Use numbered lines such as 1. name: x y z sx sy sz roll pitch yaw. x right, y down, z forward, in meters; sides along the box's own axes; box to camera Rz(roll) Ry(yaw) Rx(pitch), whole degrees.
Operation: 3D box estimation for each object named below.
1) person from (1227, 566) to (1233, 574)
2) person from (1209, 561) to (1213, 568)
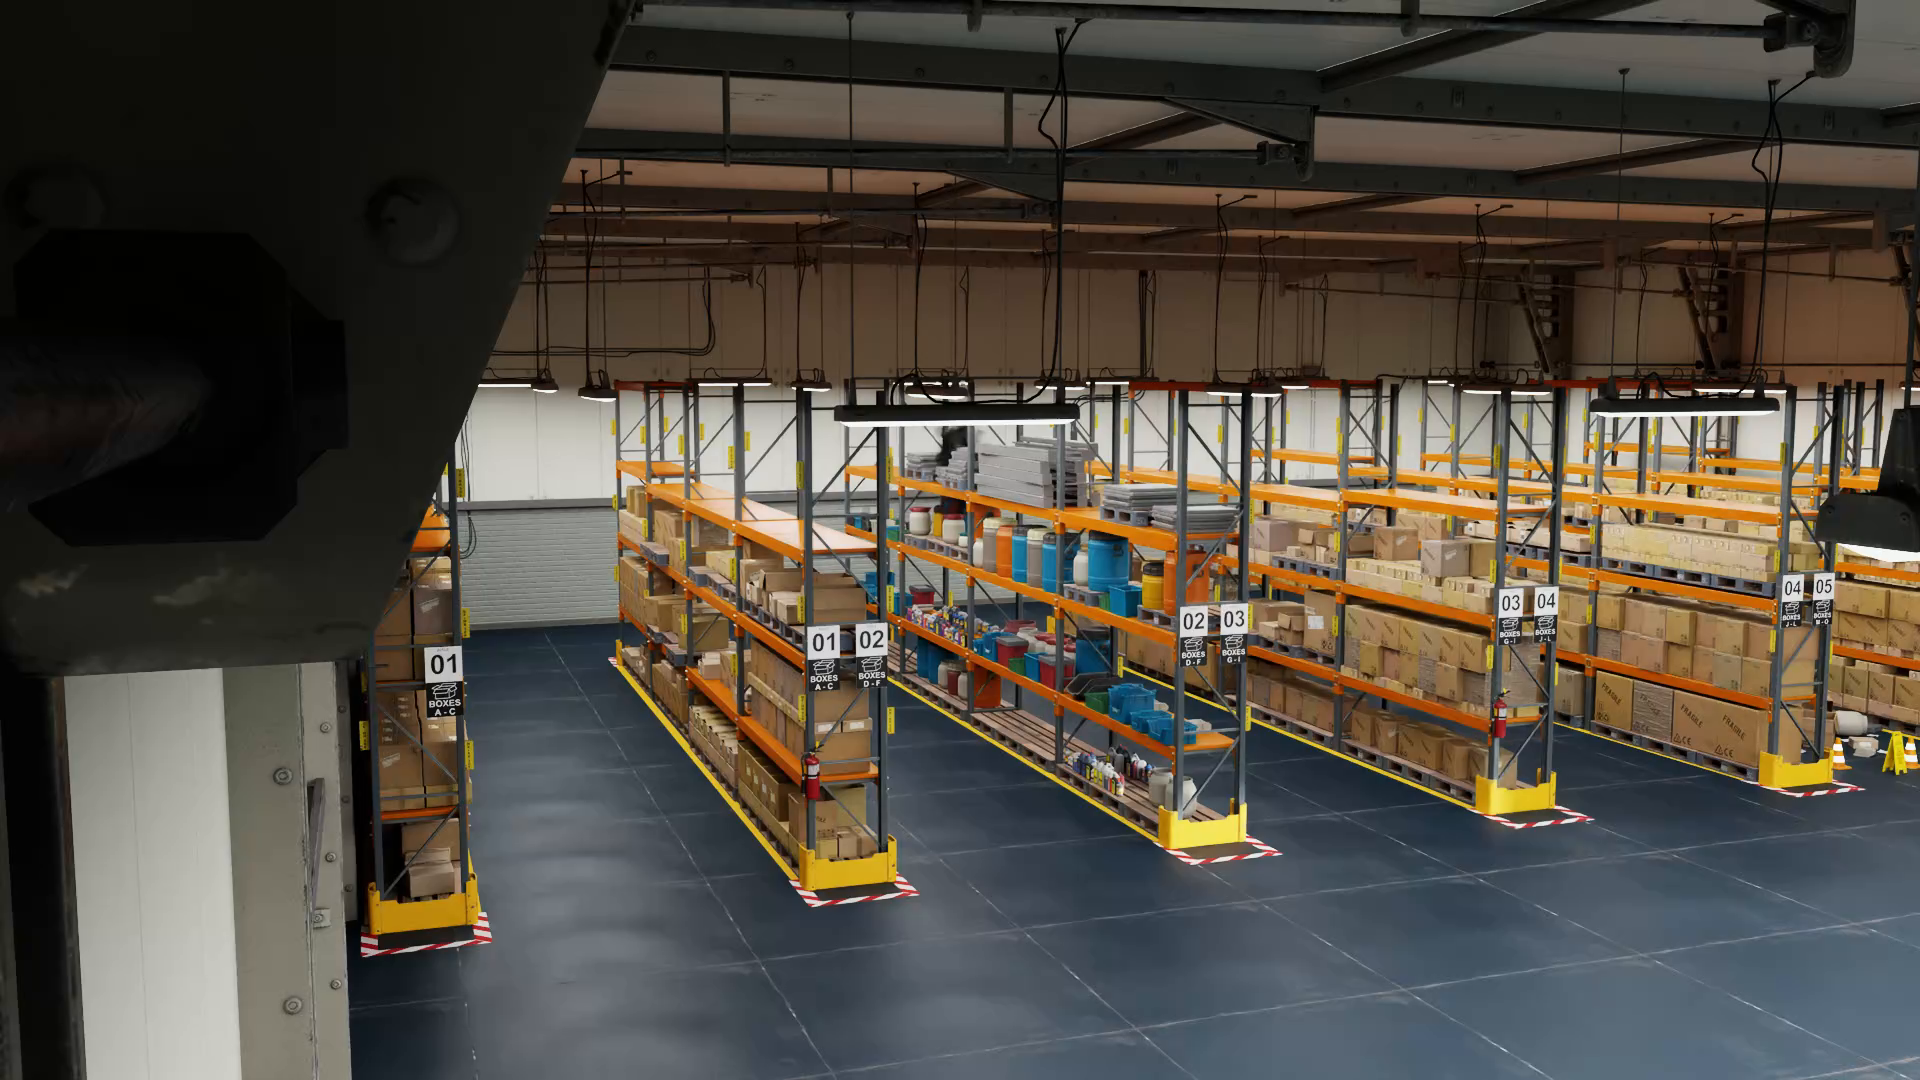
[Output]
1. person: 6.109 1.418 38.058 0.748 1.788 1.057 -2 6 -15
2. person: 5.734 1.286 39.144 0.732 1.717 0.913 1 6 10
